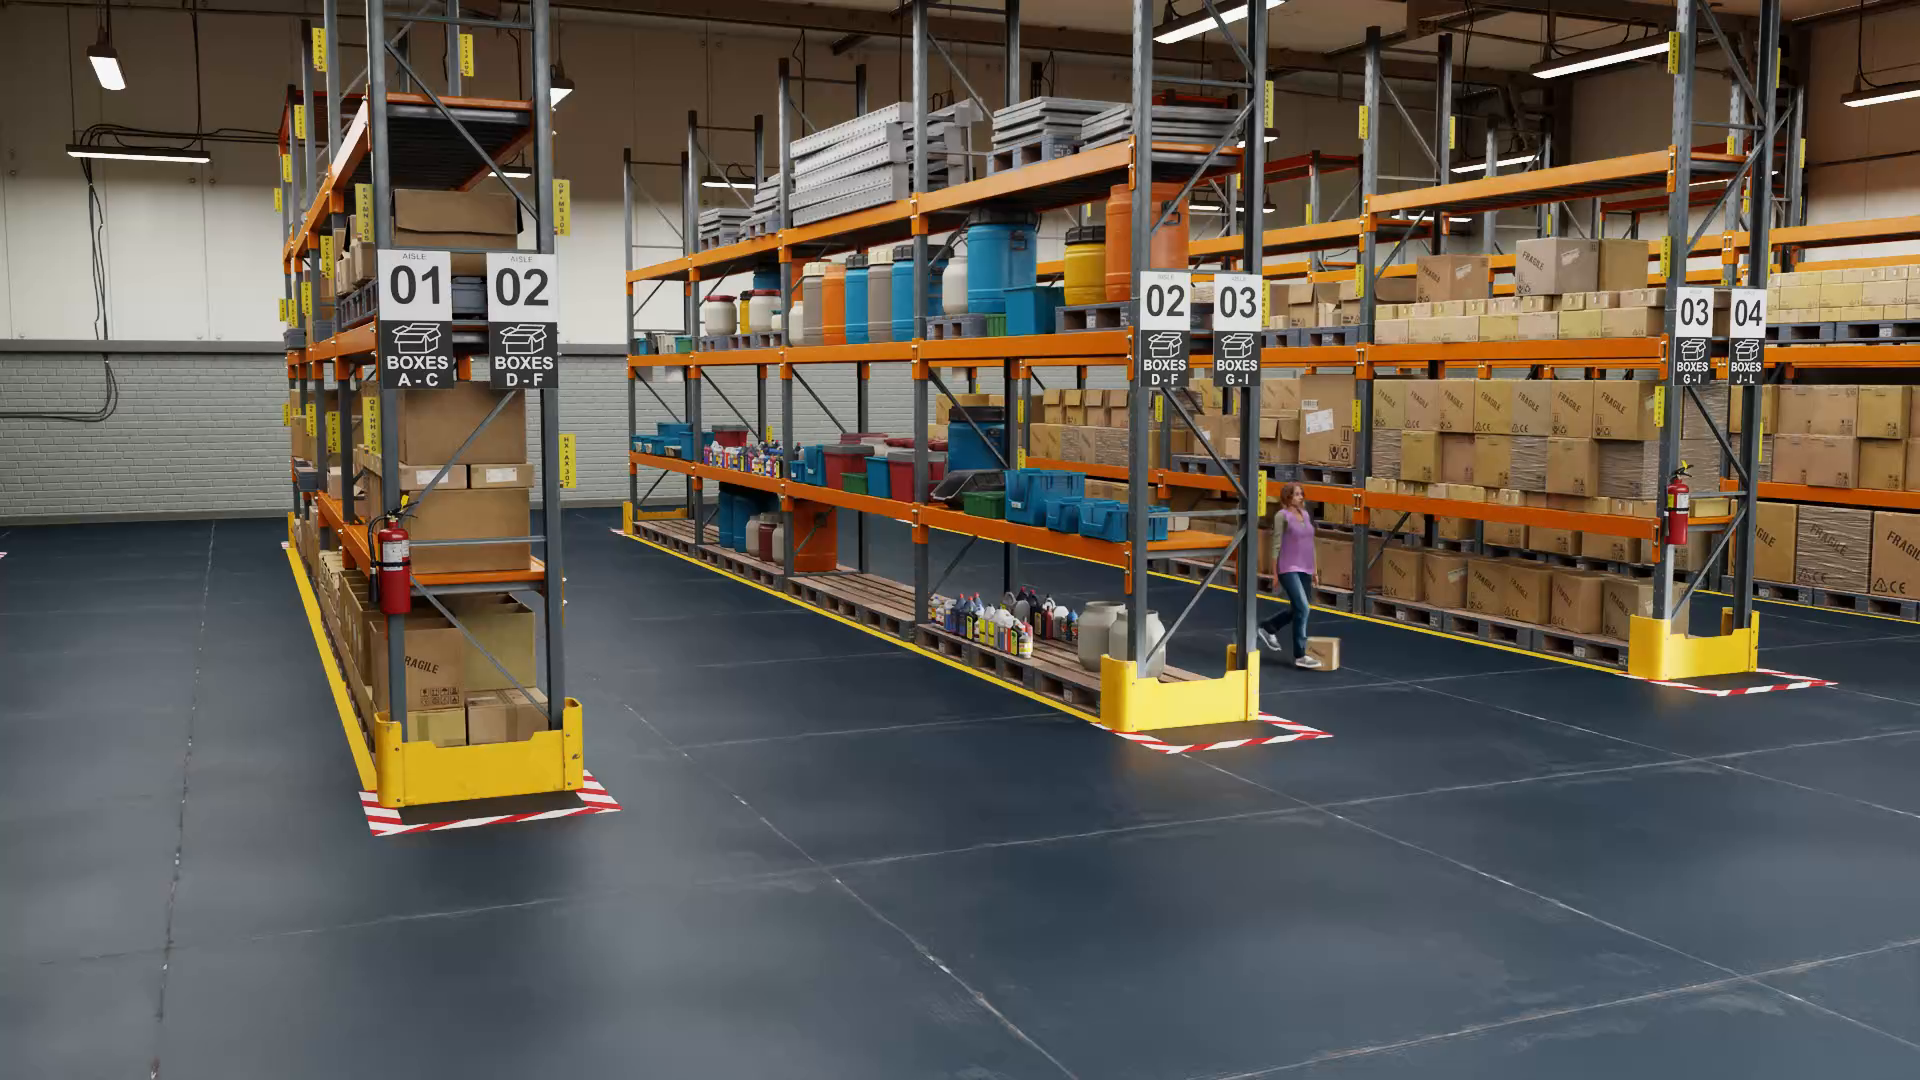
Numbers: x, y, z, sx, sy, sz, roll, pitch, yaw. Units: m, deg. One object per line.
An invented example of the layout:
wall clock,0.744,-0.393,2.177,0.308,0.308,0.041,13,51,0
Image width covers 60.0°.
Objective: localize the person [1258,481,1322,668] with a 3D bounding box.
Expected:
person,2.857,0.282,14.311,0.412,1.548,0.809,-4,7,-37
